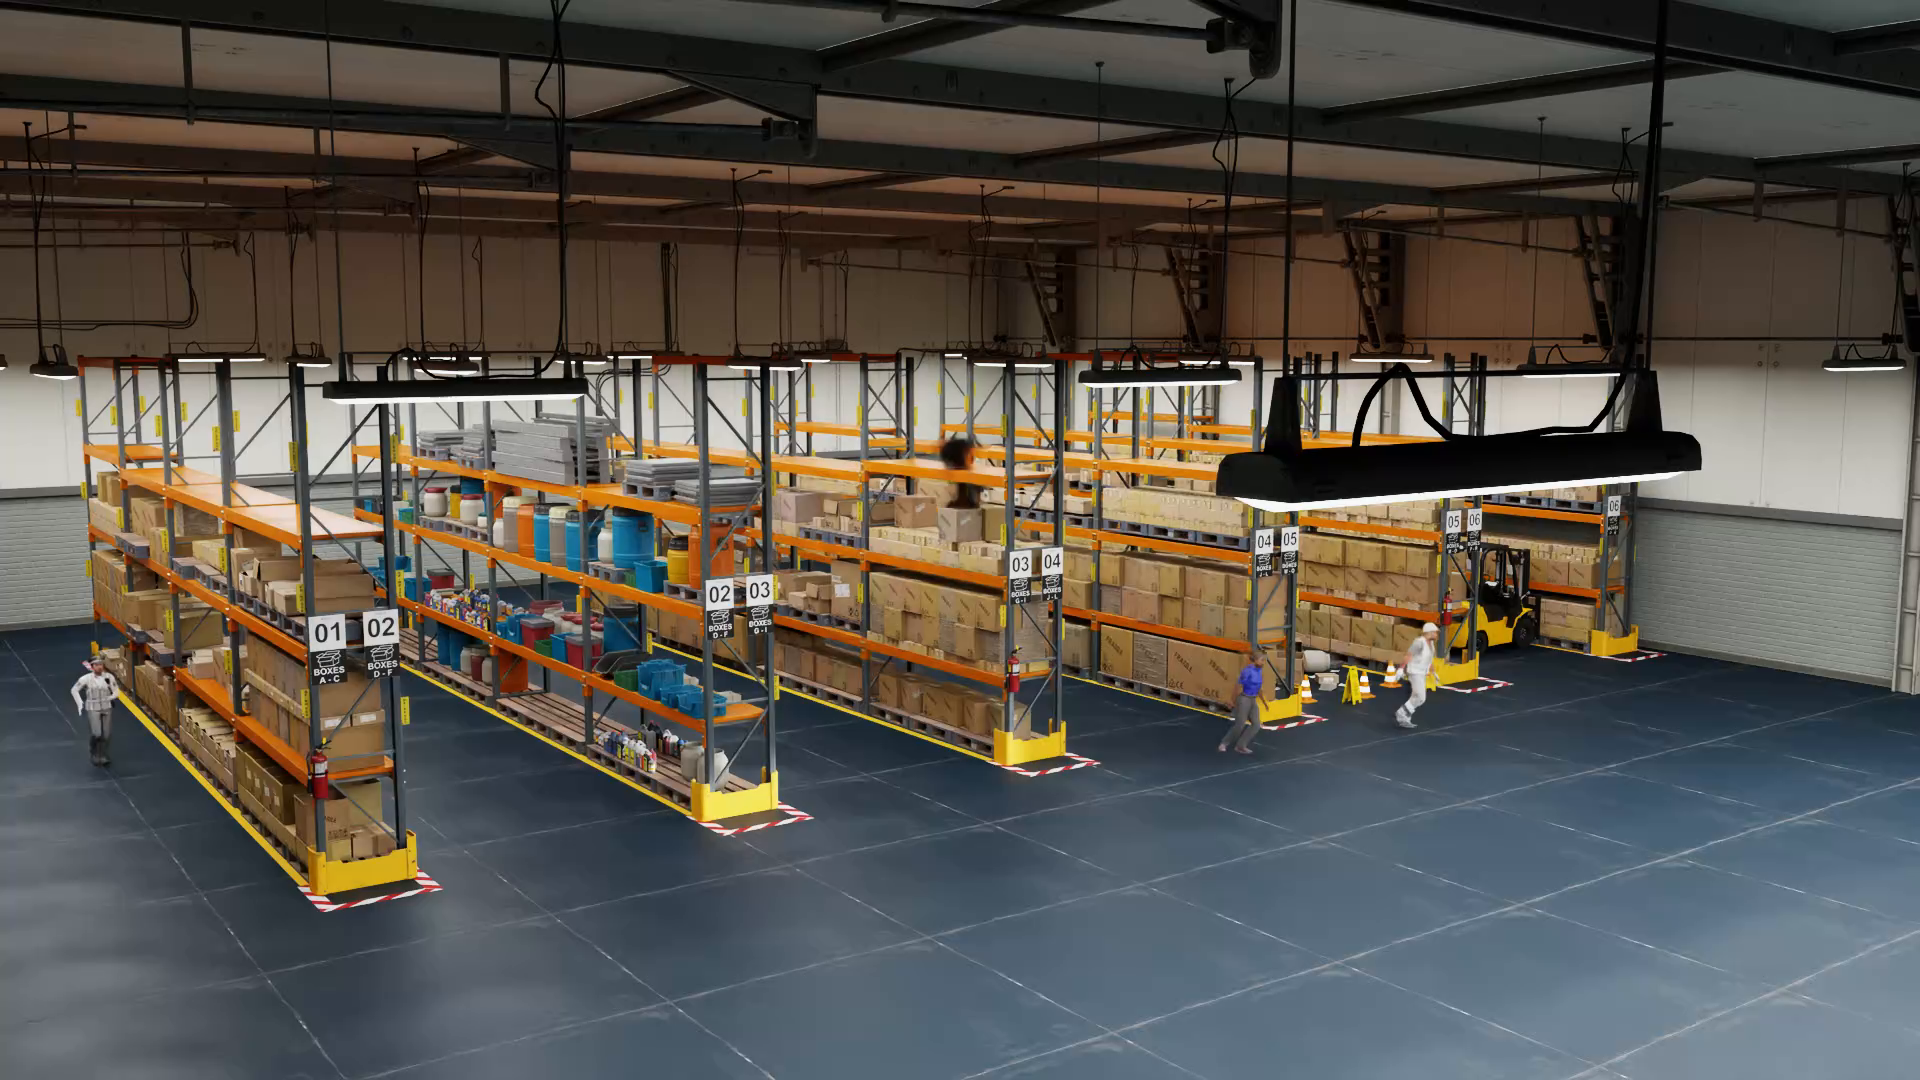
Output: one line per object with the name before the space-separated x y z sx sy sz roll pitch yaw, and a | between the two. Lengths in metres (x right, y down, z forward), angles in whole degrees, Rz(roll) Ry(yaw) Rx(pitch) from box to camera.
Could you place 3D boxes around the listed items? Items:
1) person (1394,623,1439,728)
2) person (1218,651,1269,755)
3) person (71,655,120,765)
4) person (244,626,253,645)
person | 7.444 2.200 27.028 0.607 1.740 0.672 5 9 37
person | 4.310 2.484 25.372 0.585 1.604 0.717 6 9 39
person | -12.719 2.517 24.563 0.609 1.655 0.611 -6 9 -39
person | -13.584 1.607 31.792 0.895 1.750 0.666 7 10 43
